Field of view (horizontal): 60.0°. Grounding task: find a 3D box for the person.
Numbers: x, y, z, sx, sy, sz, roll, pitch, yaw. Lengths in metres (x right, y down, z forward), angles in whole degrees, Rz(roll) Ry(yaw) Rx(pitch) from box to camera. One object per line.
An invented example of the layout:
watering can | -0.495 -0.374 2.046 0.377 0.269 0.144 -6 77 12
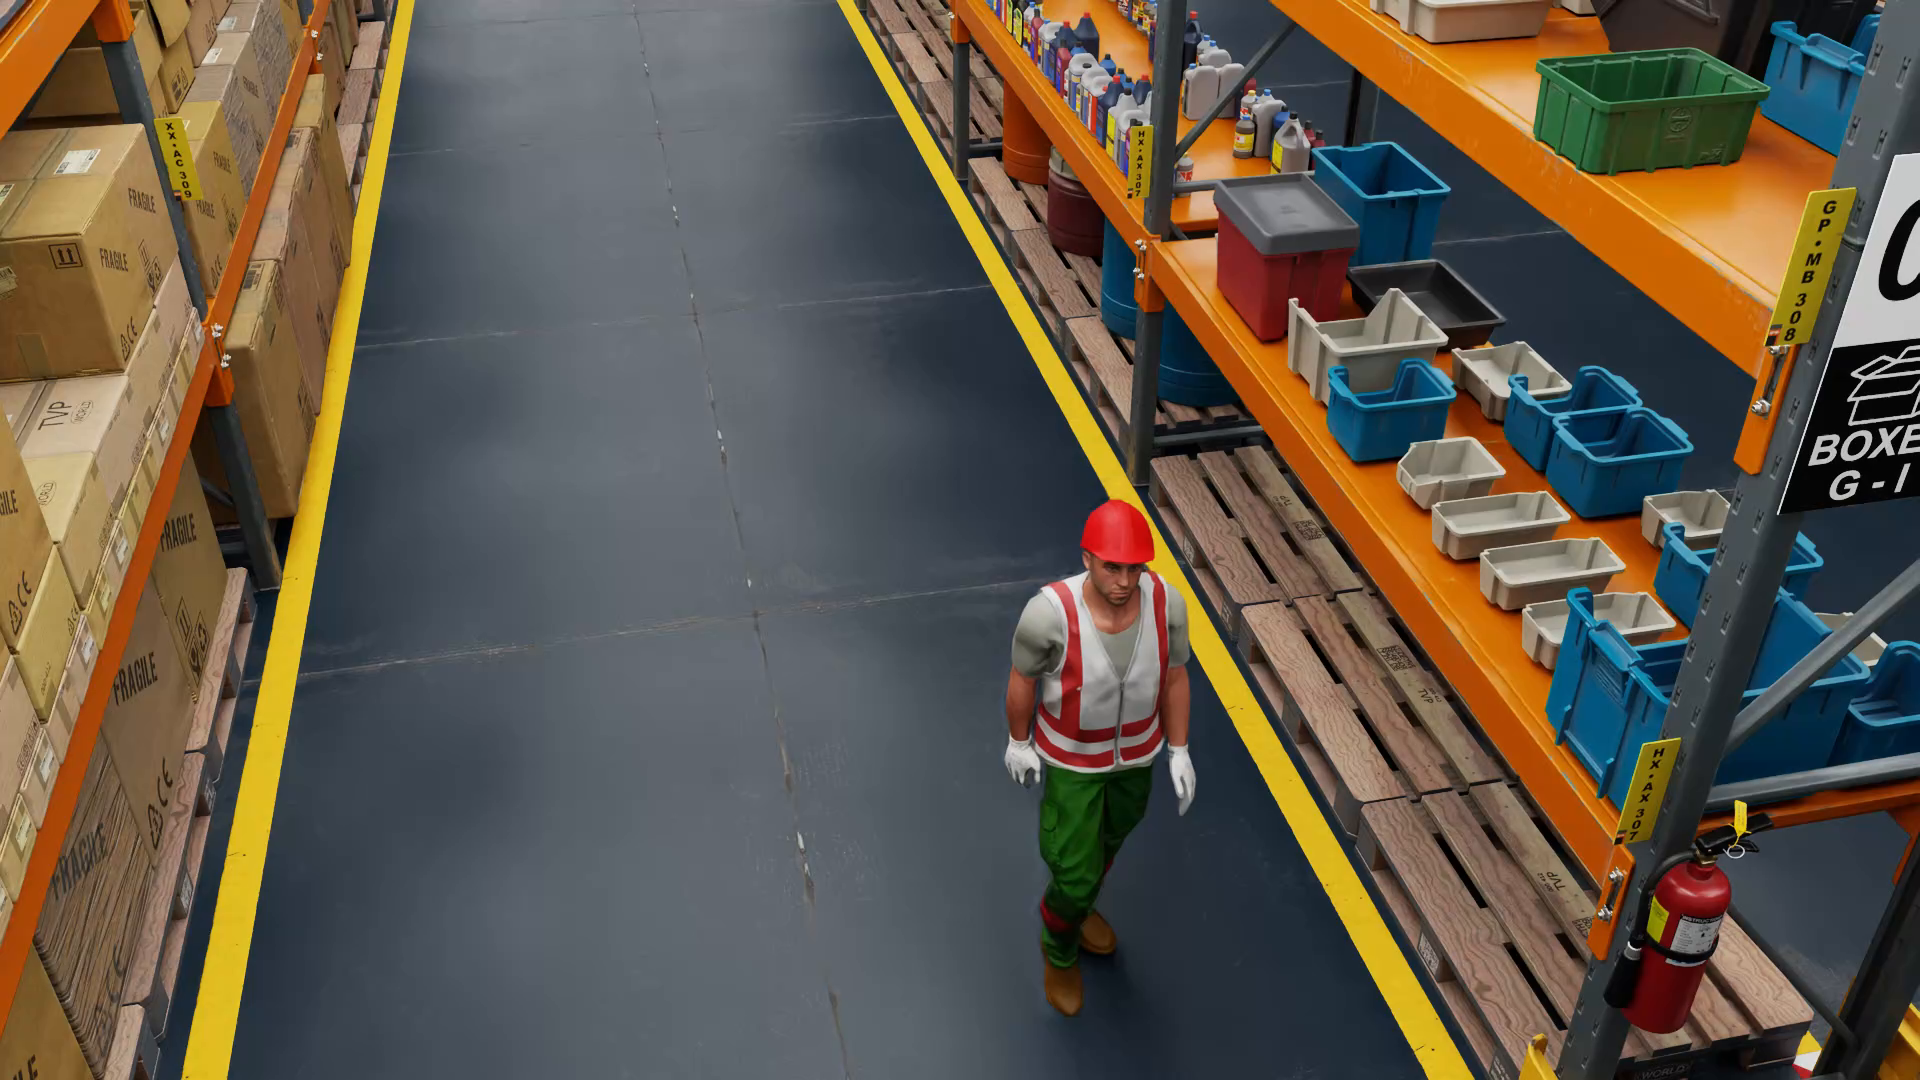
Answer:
person | 0.435 0.678 5.116 0.543 1.838 0.511 -11 36 -16
